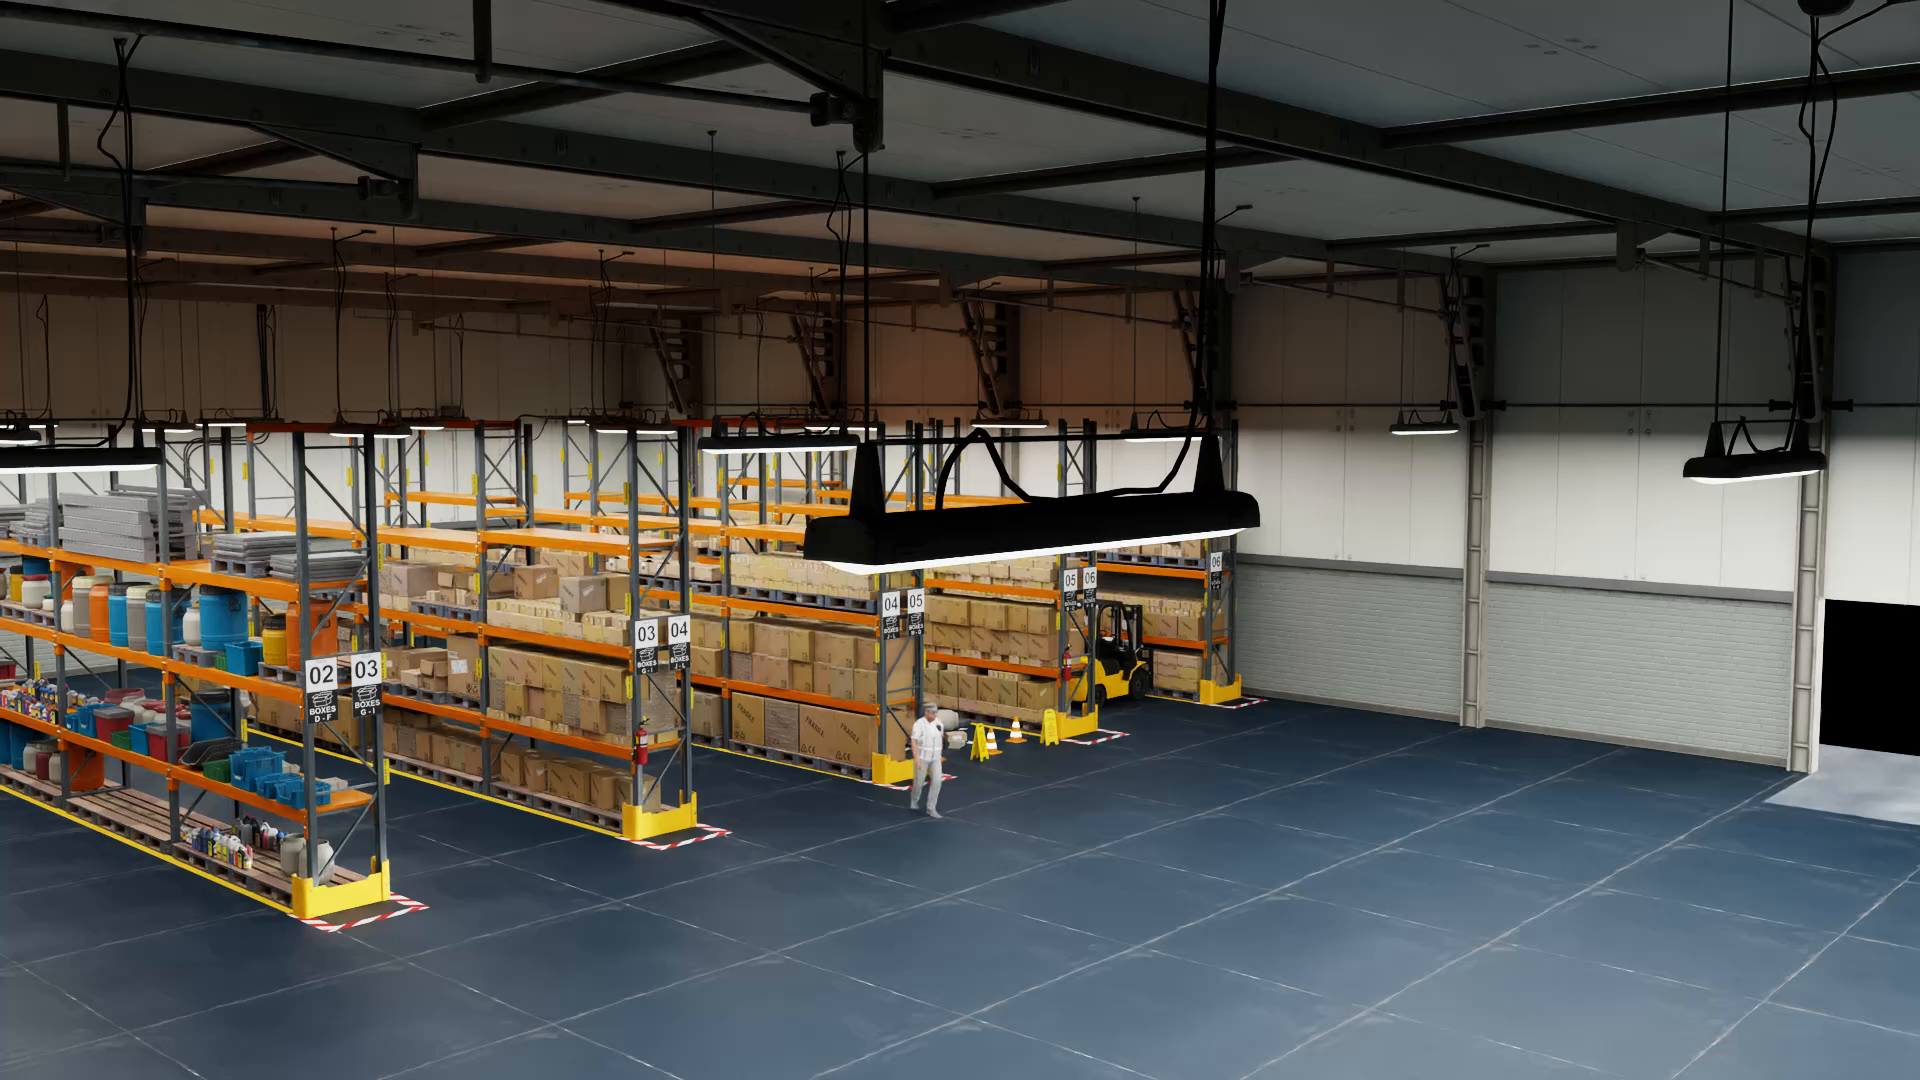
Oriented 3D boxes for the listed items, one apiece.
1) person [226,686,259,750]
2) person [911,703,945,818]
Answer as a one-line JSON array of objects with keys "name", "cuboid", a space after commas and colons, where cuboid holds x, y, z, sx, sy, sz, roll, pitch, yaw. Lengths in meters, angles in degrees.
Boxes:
[{"name": "person", "cuboid": [-13.116, 3.024, 30.302, 1.033, 1.625, 0.559, 4, 6, 40]}, {"name": "person", "cuboid": [-0.505, 3.387, 25.723, 0.617, 1.768, 0.742, -3, 5, -31]}]
